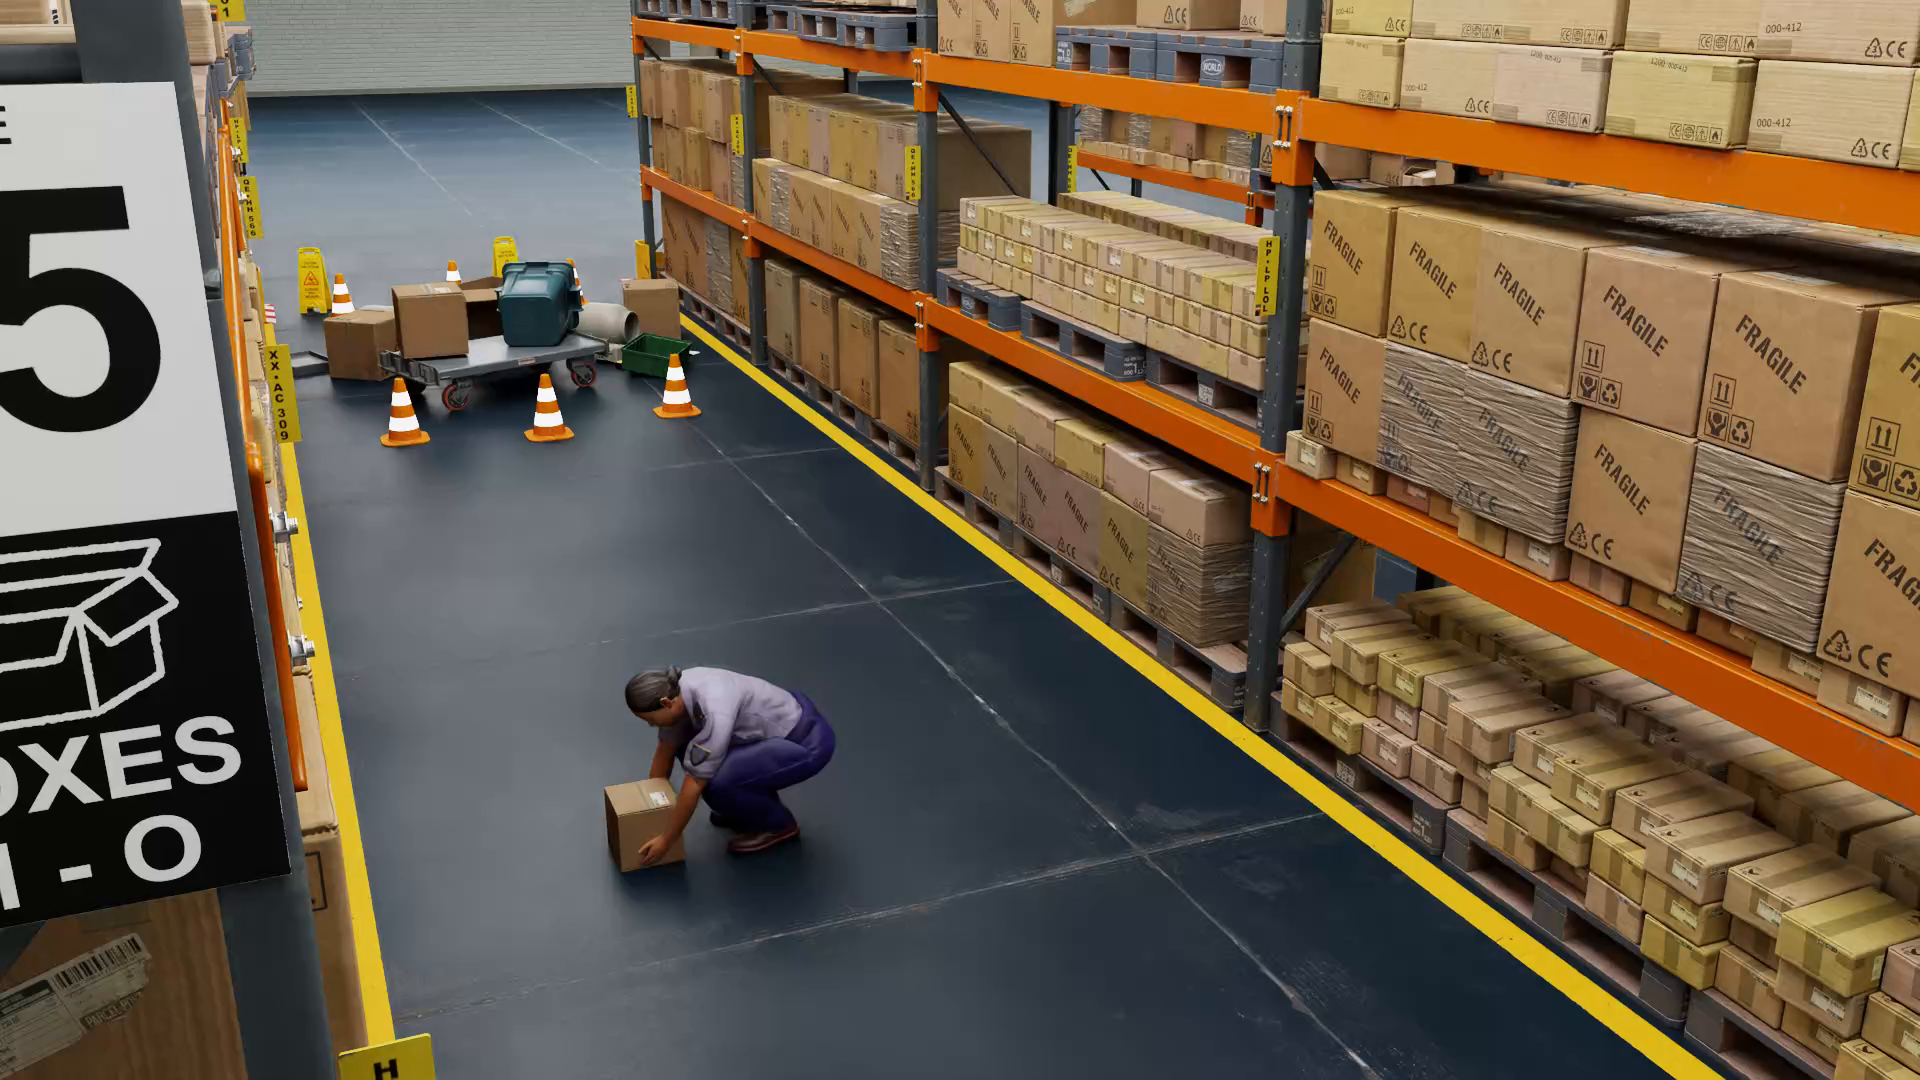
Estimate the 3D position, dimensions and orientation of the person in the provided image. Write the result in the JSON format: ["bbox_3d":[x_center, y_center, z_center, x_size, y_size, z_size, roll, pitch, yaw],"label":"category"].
[{"bbox_3d":[-0.912,0.813,6.548,0.838,0.799,0.509,-8,21,-22],"label":"person"}]
